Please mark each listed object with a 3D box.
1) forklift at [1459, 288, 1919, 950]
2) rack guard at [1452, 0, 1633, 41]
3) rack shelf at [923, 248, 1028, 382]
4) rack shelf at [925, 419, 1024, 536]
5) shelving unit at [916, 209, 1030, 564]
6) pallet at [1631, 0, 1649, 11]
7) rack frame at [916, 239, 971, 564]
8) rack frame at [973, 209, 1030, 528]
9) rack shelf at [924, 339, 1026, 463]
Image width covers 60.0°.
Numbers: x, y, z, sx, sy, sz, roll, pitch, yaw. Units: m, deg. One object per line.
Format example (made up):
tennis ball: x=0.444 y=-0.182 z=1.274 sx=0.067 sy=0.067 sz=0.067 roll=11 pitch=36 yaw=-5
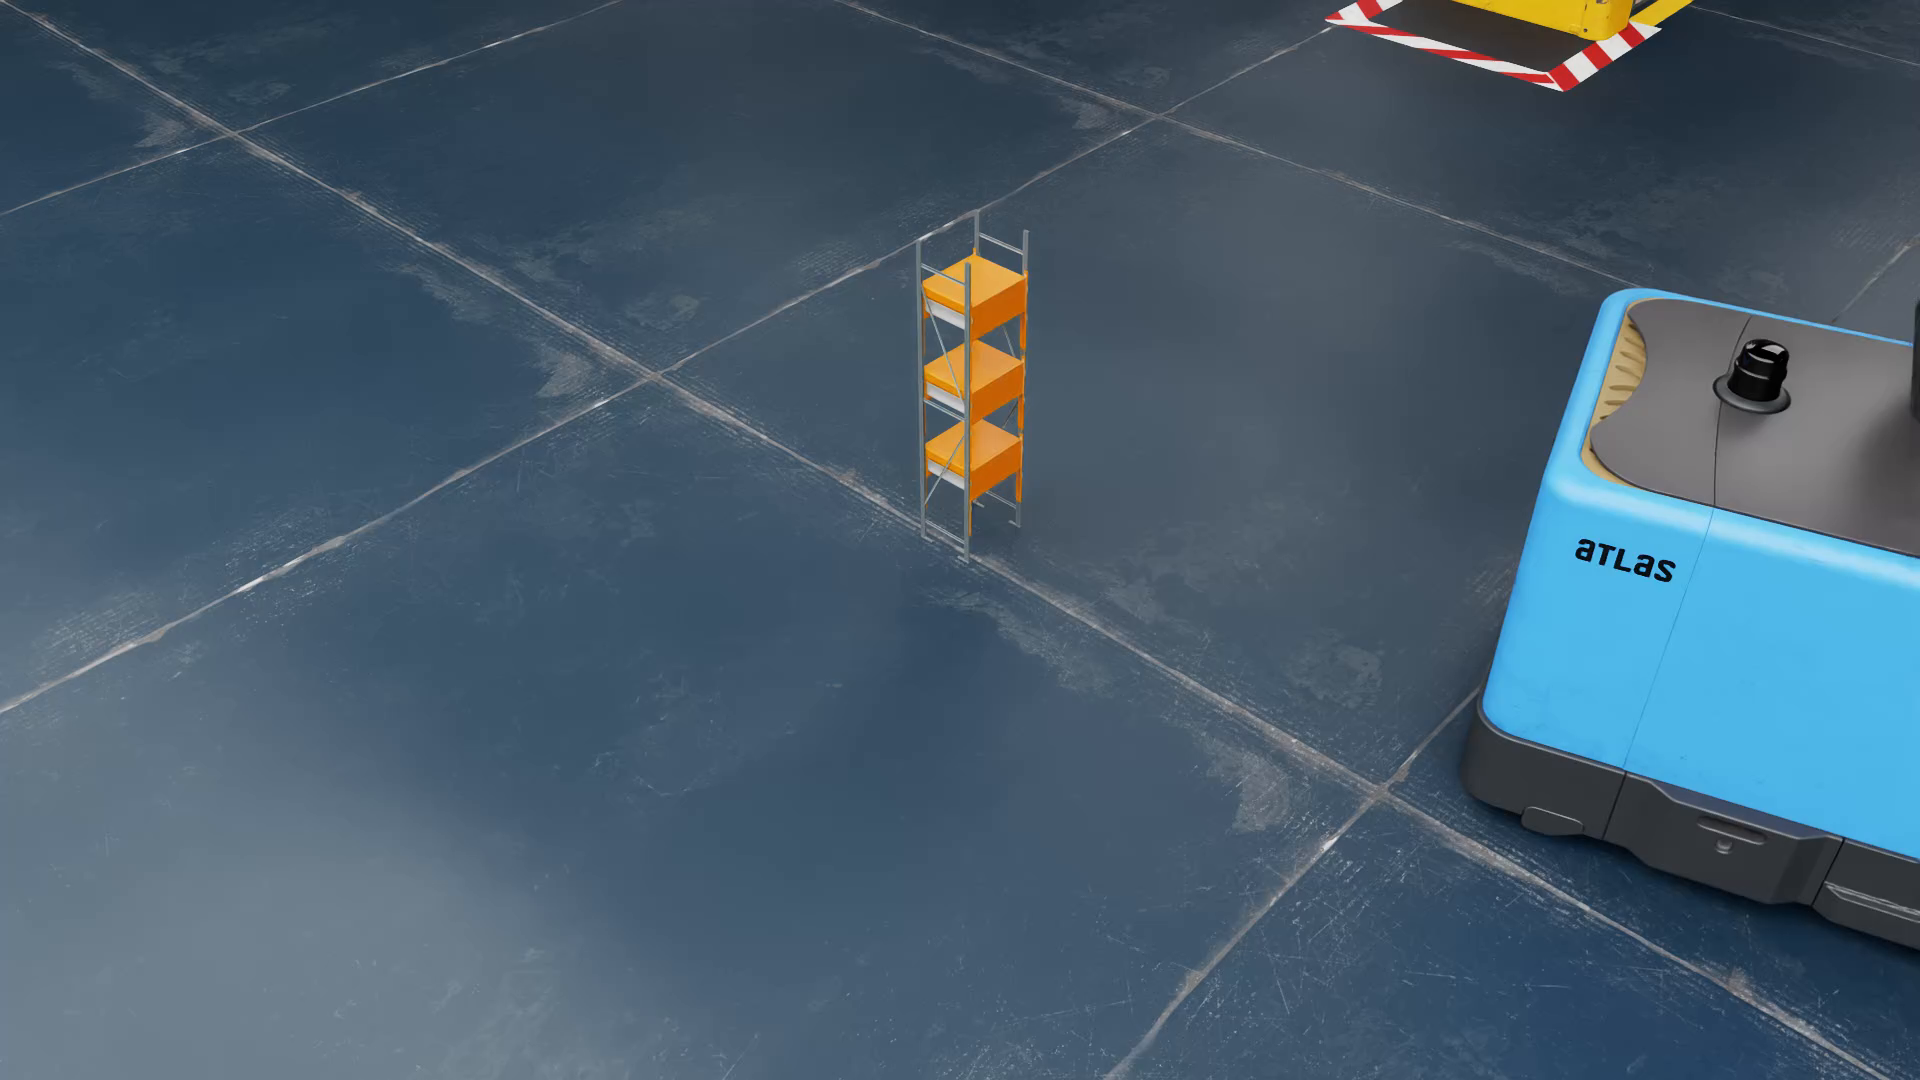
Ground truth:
forklift: x=2.866 y=-0.326 z=3.305 sx=3.031 sy=2.935 sz=1.130 roll=17 pitch=41 yaw=20
rack guard: x=2.929 y=-3.034 z=8.664 sx=1.175 sy=0.500 sz=0.348 roll=30 pitch=47 yaw=32
rack shelf: x=0.036 y=-0.649 z=4.784 sx=0.215 sy=0.259 sz=0.240 roll=30 pitch=47 yaw=32
rack shelf: x=0.036 y=-0.210 z=5.134 sx=0.215 sy=0.259 sz=0.240 roll=30 pitch=47 yaw=32
shelving unit: x=0.036 y=-0.435 z=4.954 sx=0.215 sy=1.050 sz=0.252 roll=30 pitch=47 yaw=32
pallet: x=3.481 y=-3.292 z=9.220 sx=1.003 sy=0.211 sz=1.213 roll=30 pitch=47 yaw=32
rack frame: x=-0.046 y=-0.379 z=4.884 sx=0.200 sy=1.050 sz=0.008 roll=30 pitch=47 yaw=32
rack frame: x=0.118 y=-0.492 z=5.025 sx=0.200 sy=1.050 sz=0.008 roll=30 pitch=47 yaw=32
rack shelf: x=0.036 y=-0.427 z=4.961 sx=0.215 sy=0.259 sz=0.240 roll=30 pitch=47 yaw=32
